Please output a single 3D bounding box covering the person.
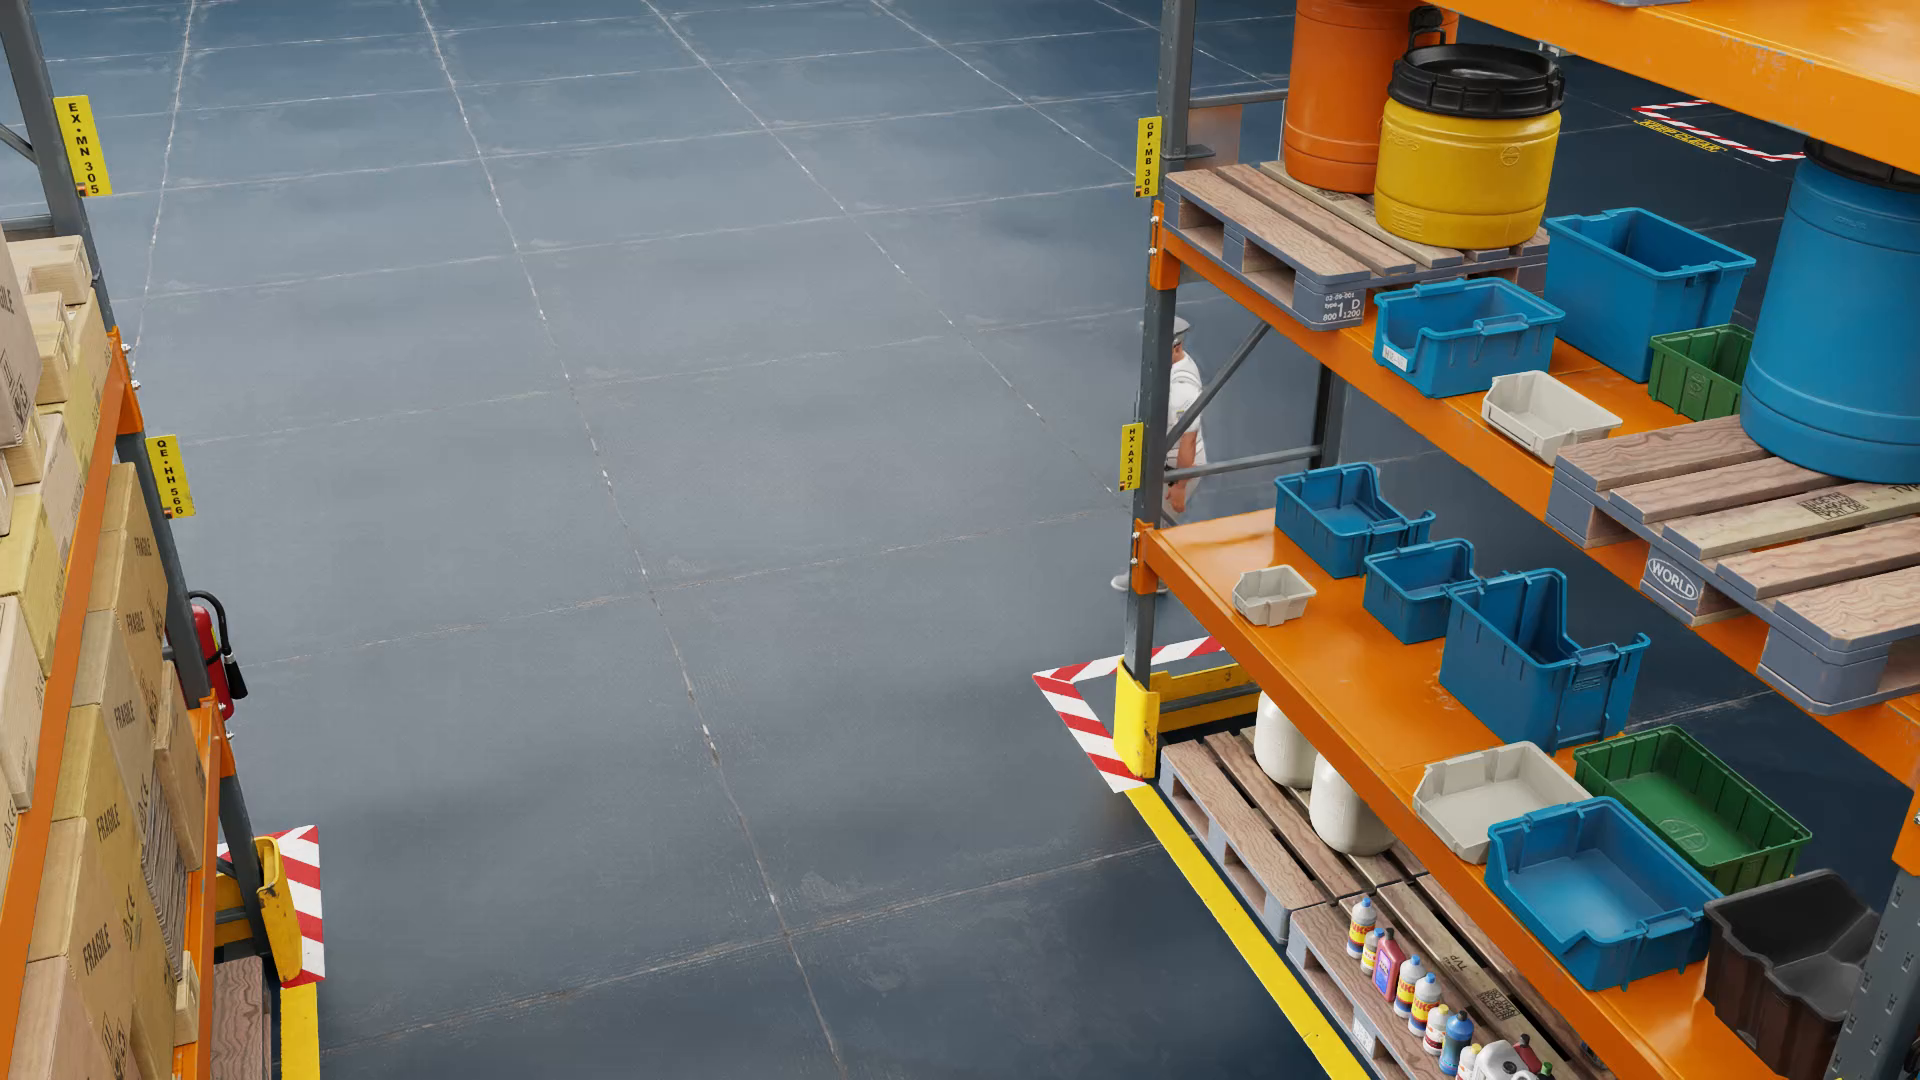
[{"bbox_3d":[1.175,-0.408,9.028,0.608,1.723,0.620,0,30,-1],"label":"person"}]
